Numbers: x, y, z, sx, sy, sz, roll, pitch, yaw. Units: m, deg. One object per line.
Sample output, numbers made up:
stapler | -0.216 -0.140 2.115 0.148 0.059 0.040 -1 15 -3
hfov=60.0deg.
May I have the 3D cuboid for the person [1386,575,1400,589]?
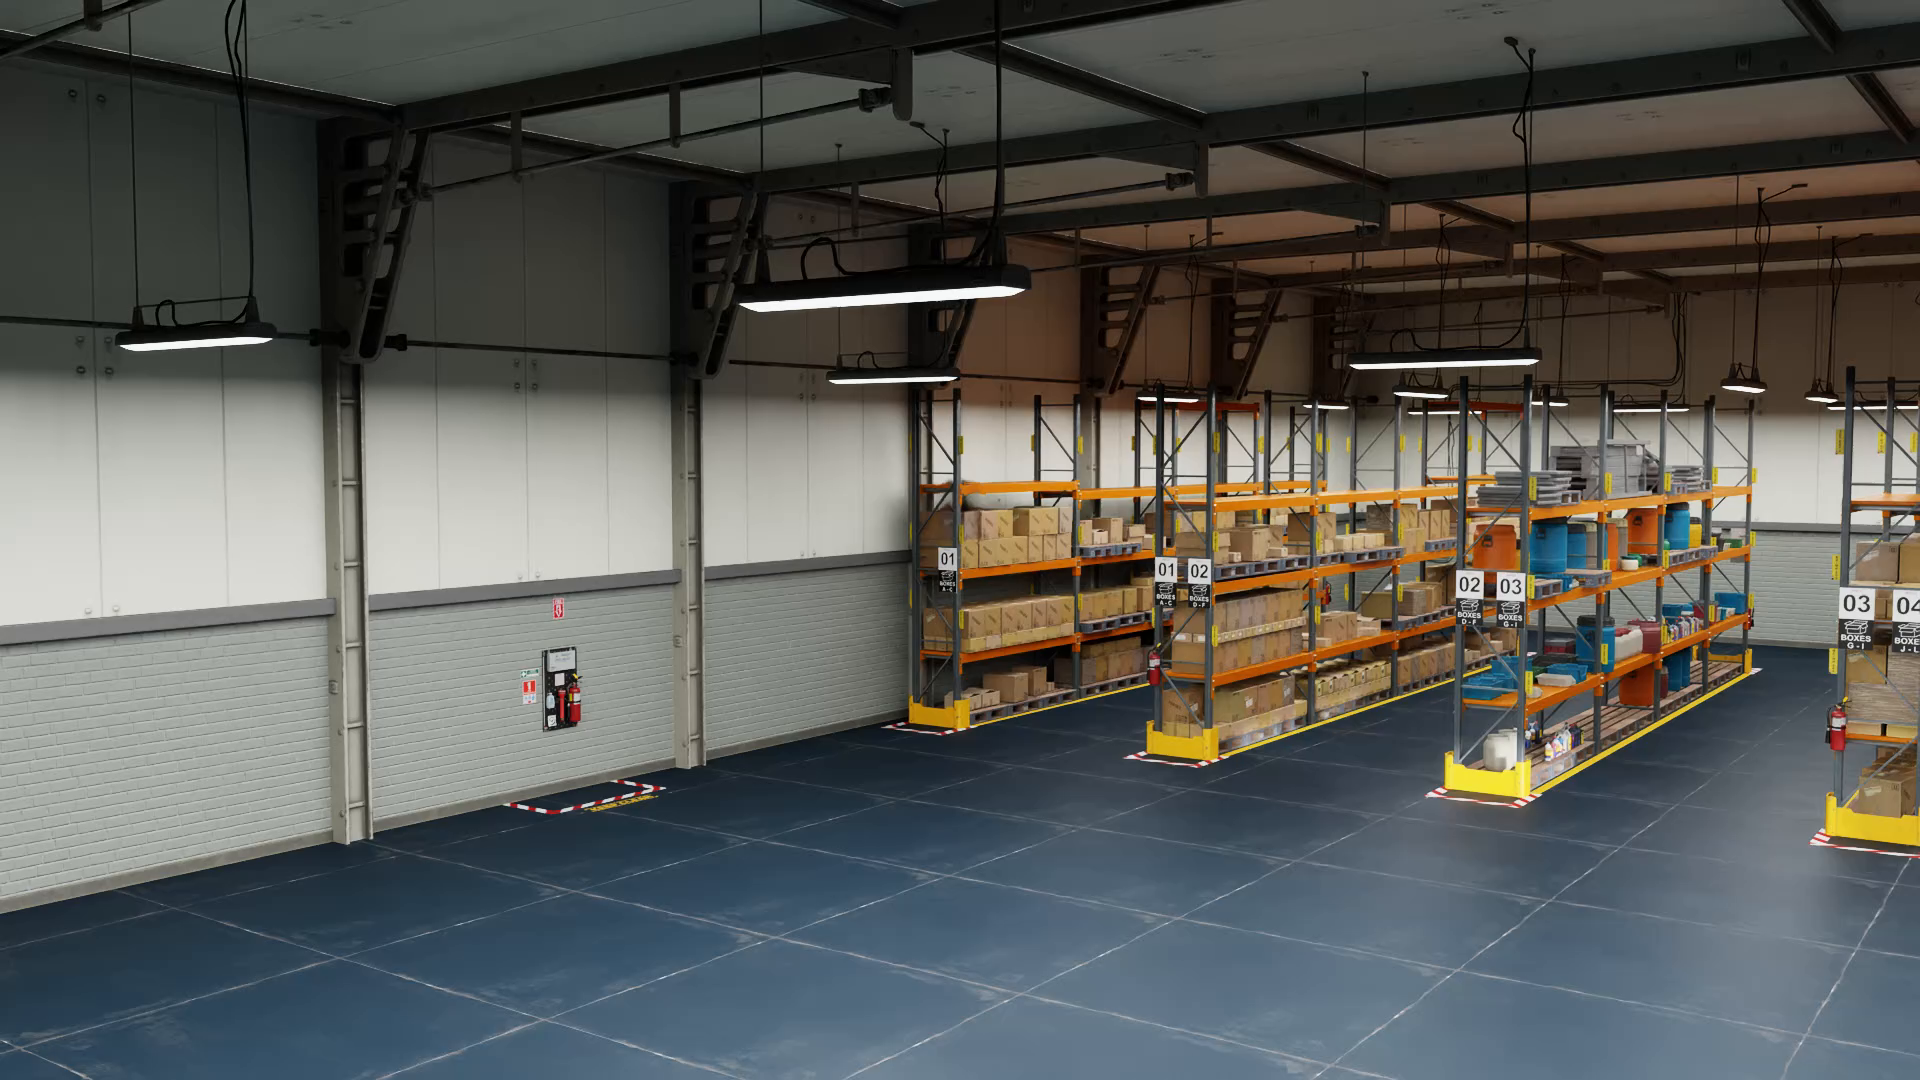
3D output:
person | 11.424 1.695 43.769 0.533 1.614 0.955 2 4 28
